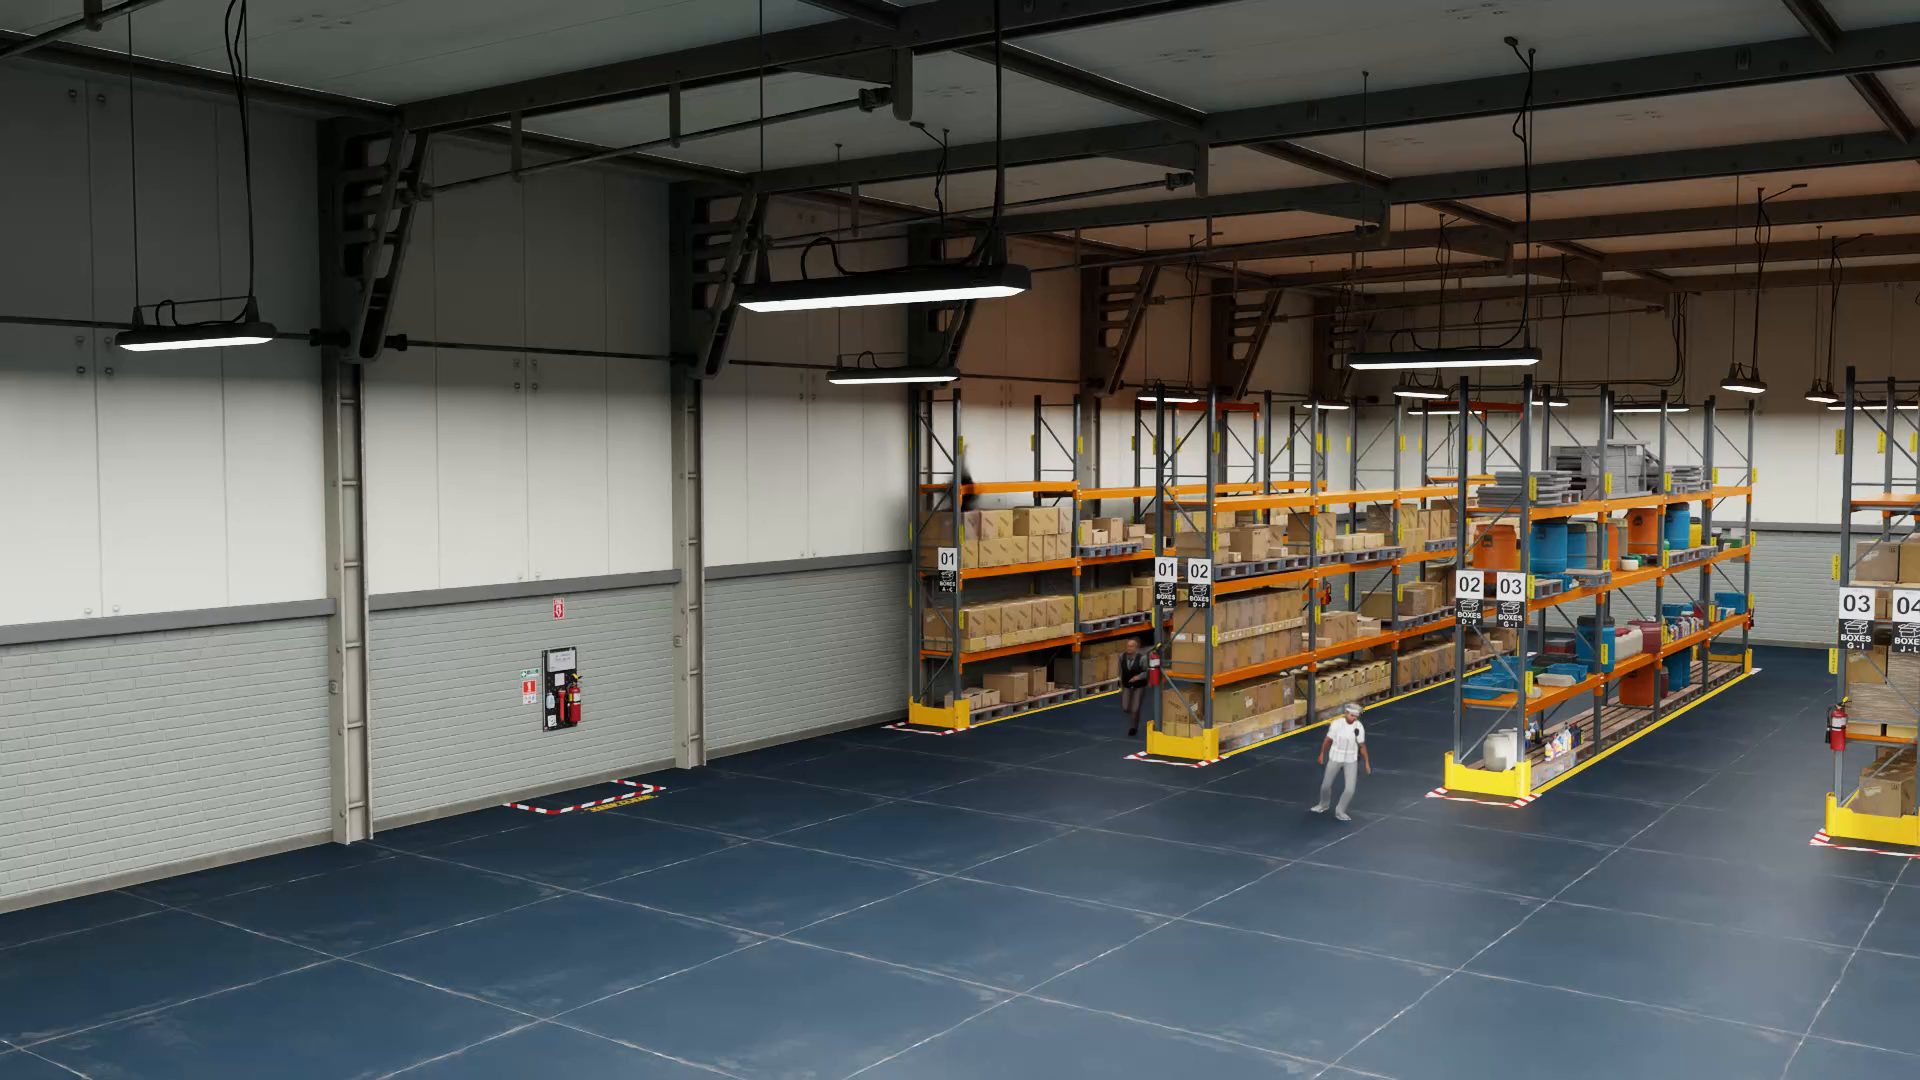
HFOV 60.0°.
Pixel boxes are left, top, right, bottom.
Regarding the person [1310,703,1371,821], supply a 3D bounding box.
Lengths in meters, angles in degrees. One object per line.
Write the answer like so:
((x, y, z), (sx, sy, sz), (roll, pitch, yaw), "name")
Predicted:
((5.081, 2.941, 22.199), (0.729, 1.592, 0.620), (0, 3, 4), "person")

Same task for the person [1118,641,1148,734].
((2.991, 2.508, 28.677), (0.618, 1.580, 0.684), (1, 3, 18), "person")
